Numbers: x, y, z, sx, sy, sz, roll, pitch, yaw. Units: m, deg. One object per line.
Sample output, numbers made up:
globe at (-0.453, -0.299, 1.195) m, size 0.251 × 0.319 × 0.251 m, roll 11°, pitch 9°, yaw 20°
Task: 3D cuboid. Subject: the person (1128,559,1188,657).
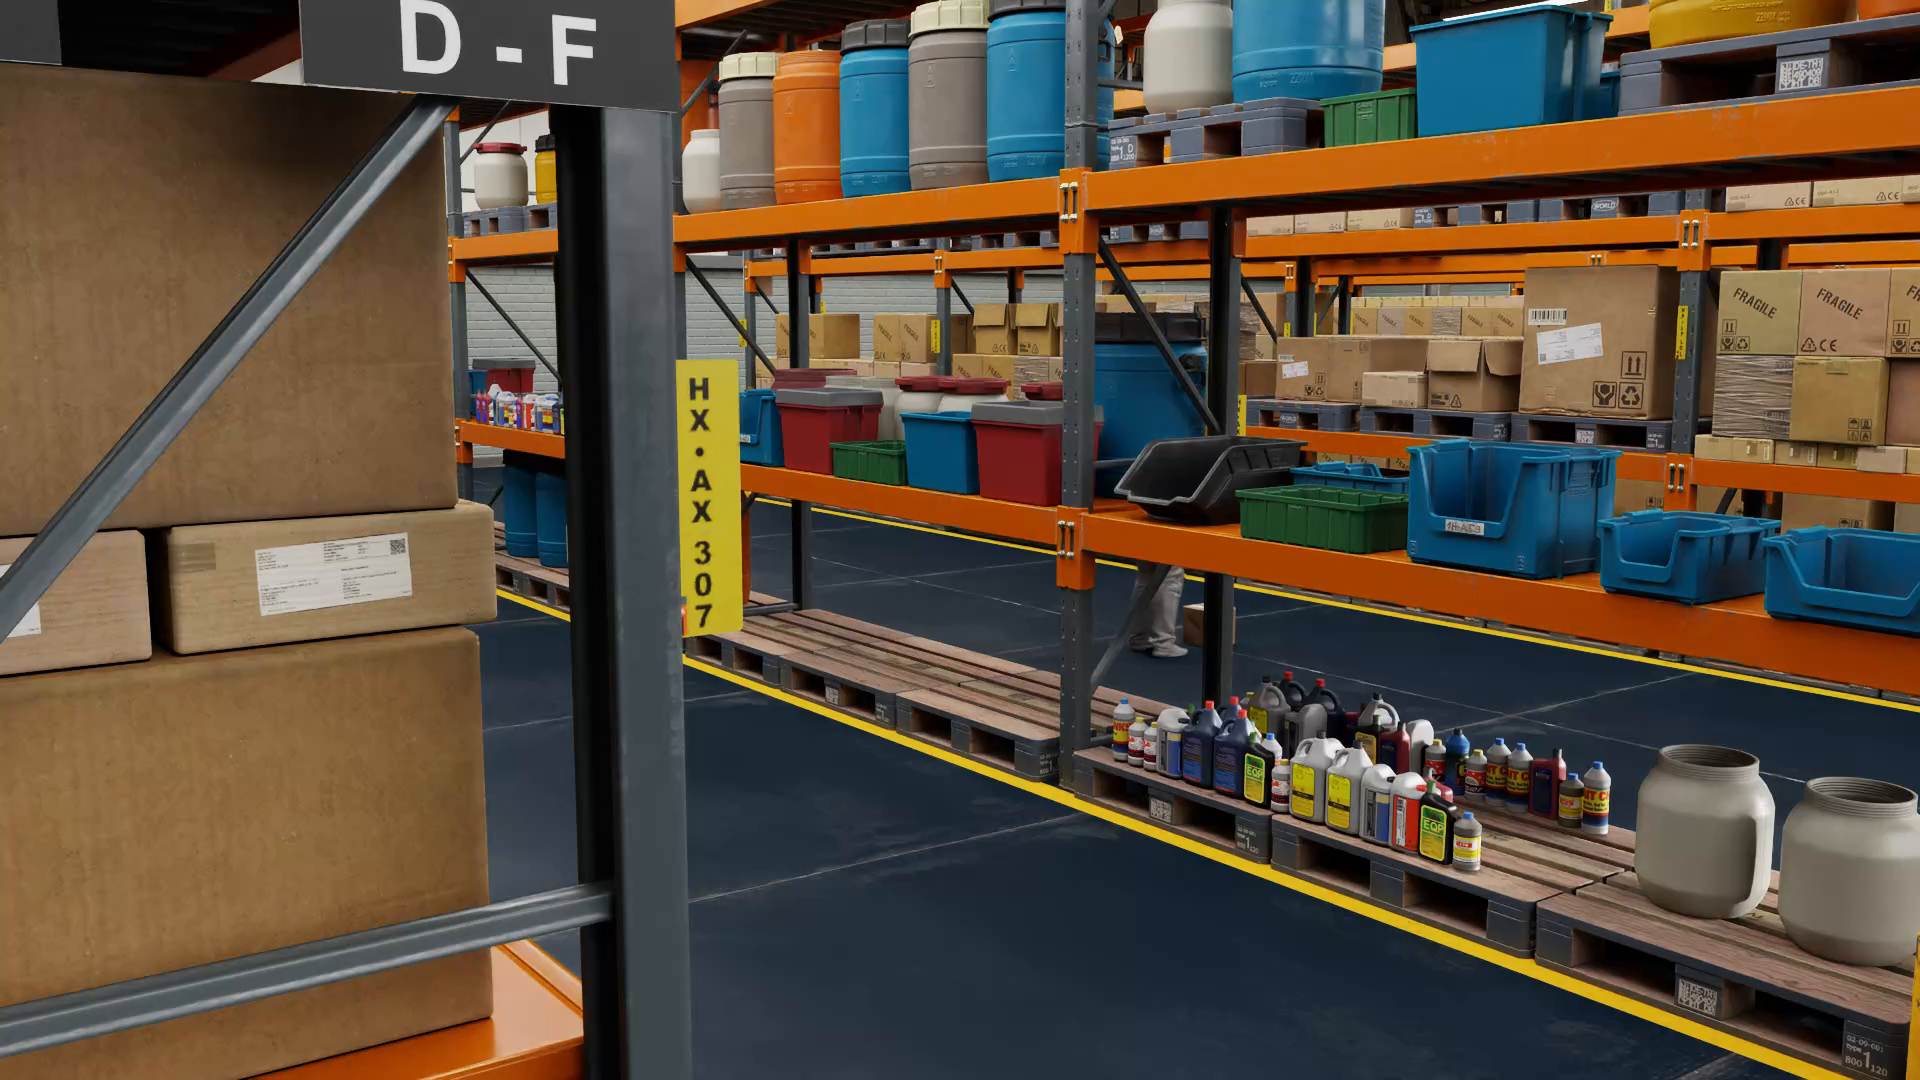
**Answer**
person at (1.283, -0.136, 10.805) m, size 0.360 × 1.786 × 0.532 m, roll -5°, pitch 9°, yaw -35°
